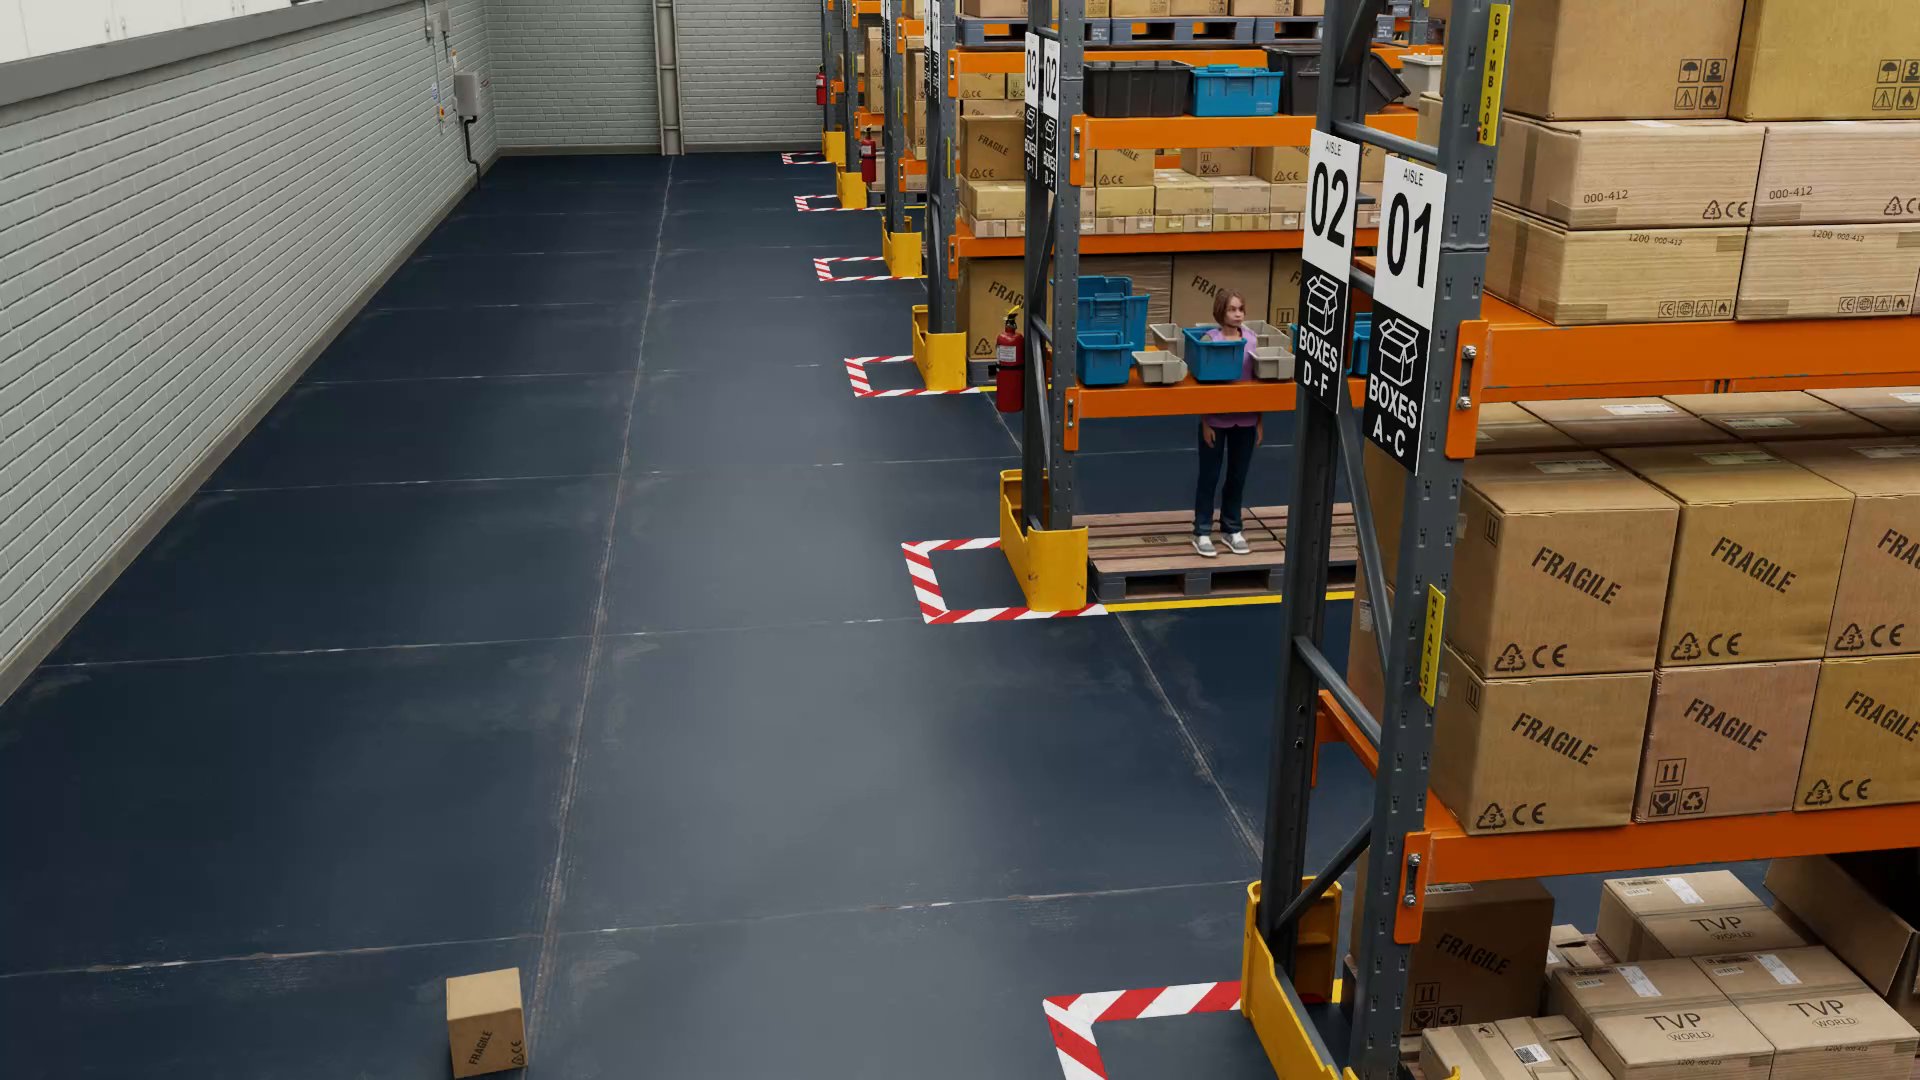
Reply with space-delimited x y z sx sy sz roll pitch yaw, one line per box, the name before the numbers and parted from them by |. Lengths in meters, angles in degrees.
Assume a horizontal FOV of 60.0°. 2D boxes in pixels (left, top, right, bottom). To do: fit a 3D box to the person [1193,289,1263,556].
person | 1.590 -0.692 9.860 0.407 1.588 0.346 -4 21 -12
